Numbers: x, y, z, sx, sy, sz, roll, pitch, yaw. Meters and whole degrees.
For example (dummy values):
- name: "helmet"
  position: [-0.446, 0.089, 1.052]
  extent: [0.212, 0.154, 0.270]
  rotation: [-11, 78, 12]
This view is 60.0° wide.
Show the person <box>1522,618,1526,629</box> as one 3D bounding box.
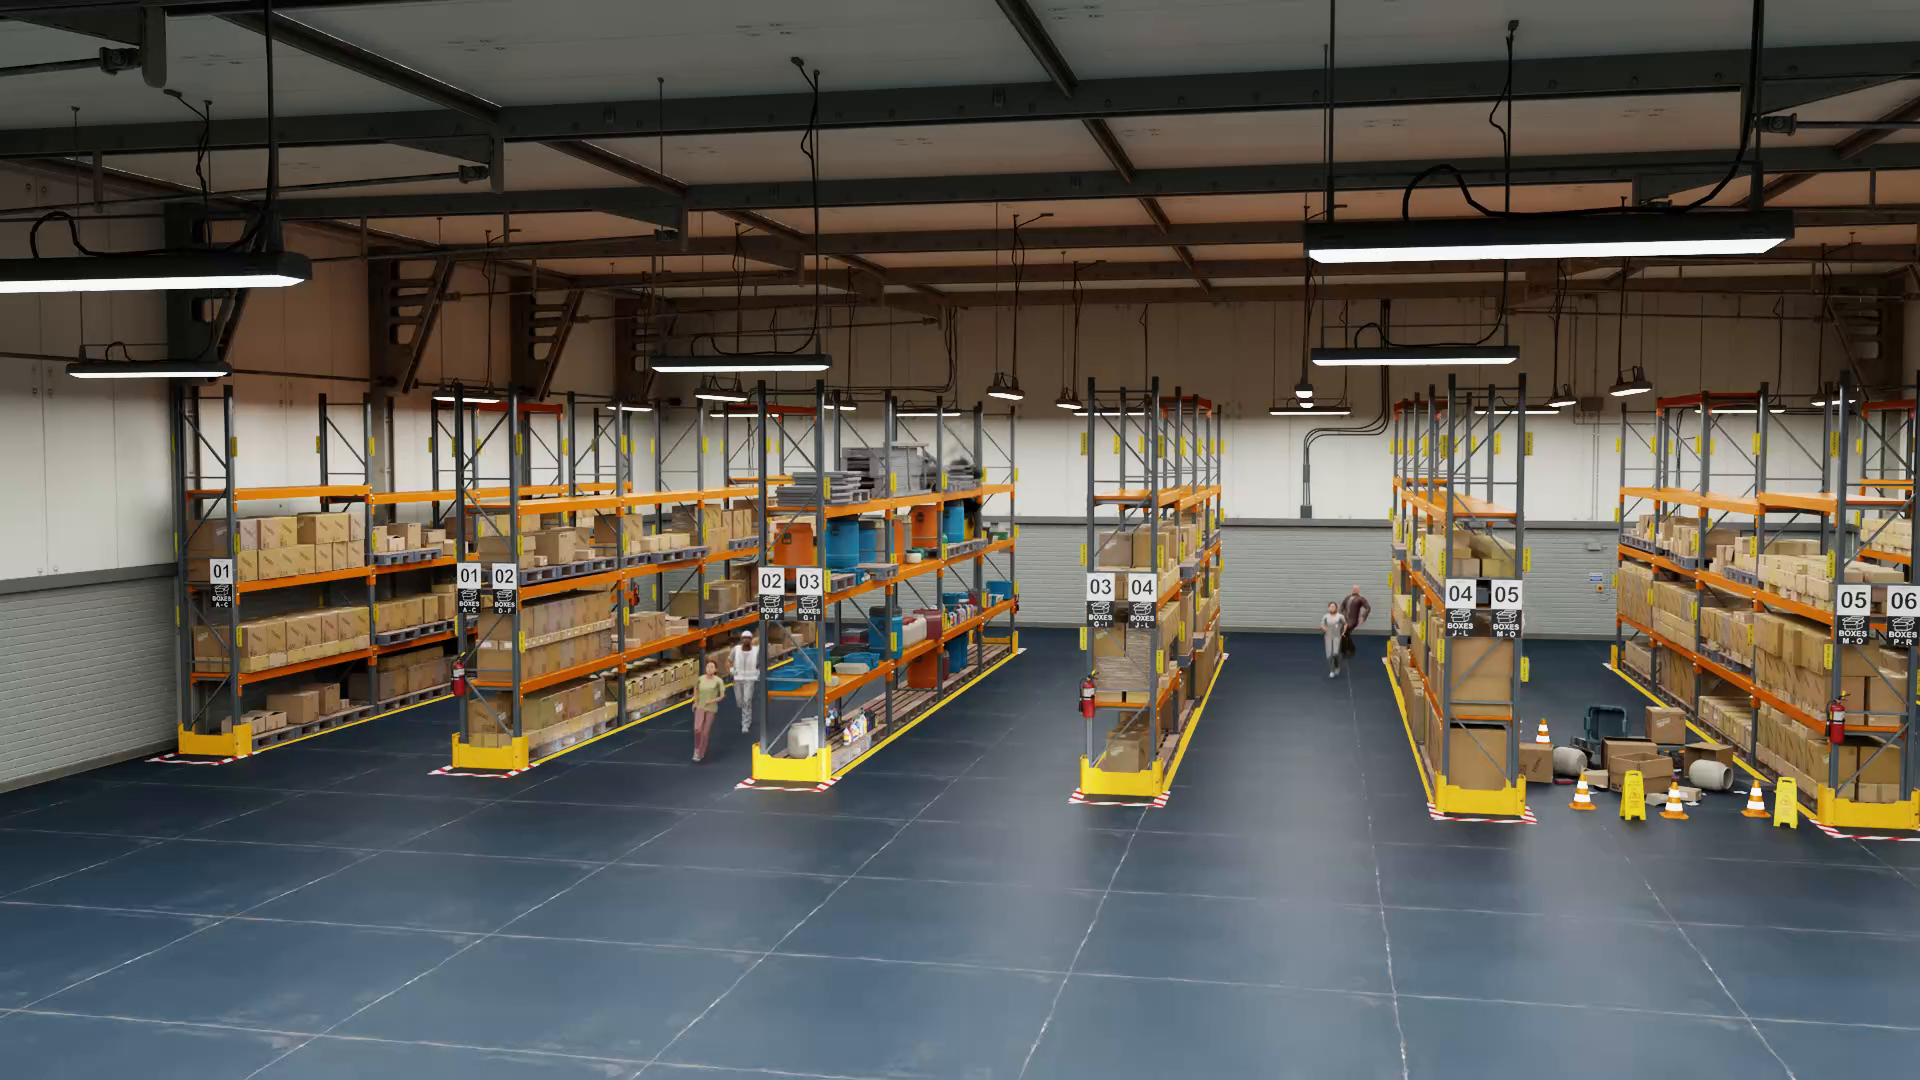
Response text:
- name: "person"
  position: [12.107, 2.105, 36.698]
  extent: [0.582, 1.652, 0.593]
  rotation: [0, 3, -5]

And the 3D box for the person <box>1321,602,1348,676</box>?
- name: "person"
  position: [8.092, 2.160, 36.047]
  extent: [0.545, 1.626, 0.609]
  rotation: [1, 3, 21]

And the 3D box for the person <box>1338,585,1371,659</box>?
- name: "person"
  position: [9.249, 1.952, 39.390]
  extent: [0.671, 1.784, 0.761]
  rotation: [-2, 4, -26]

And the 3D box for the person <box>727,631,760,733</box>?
- name: "person"
  position: [-3.788, 2.484, 29.388]
  extent: [0.673, 1.774, 0.795]
  rotation: [0, 3, 0]

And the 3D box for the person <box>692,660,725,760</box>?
- name: "person"
  position: [-4.002, 2.708, 26.352]
  extent: [0.549, 1.617, 0.586]
  rotation: [0, 3, 4]
